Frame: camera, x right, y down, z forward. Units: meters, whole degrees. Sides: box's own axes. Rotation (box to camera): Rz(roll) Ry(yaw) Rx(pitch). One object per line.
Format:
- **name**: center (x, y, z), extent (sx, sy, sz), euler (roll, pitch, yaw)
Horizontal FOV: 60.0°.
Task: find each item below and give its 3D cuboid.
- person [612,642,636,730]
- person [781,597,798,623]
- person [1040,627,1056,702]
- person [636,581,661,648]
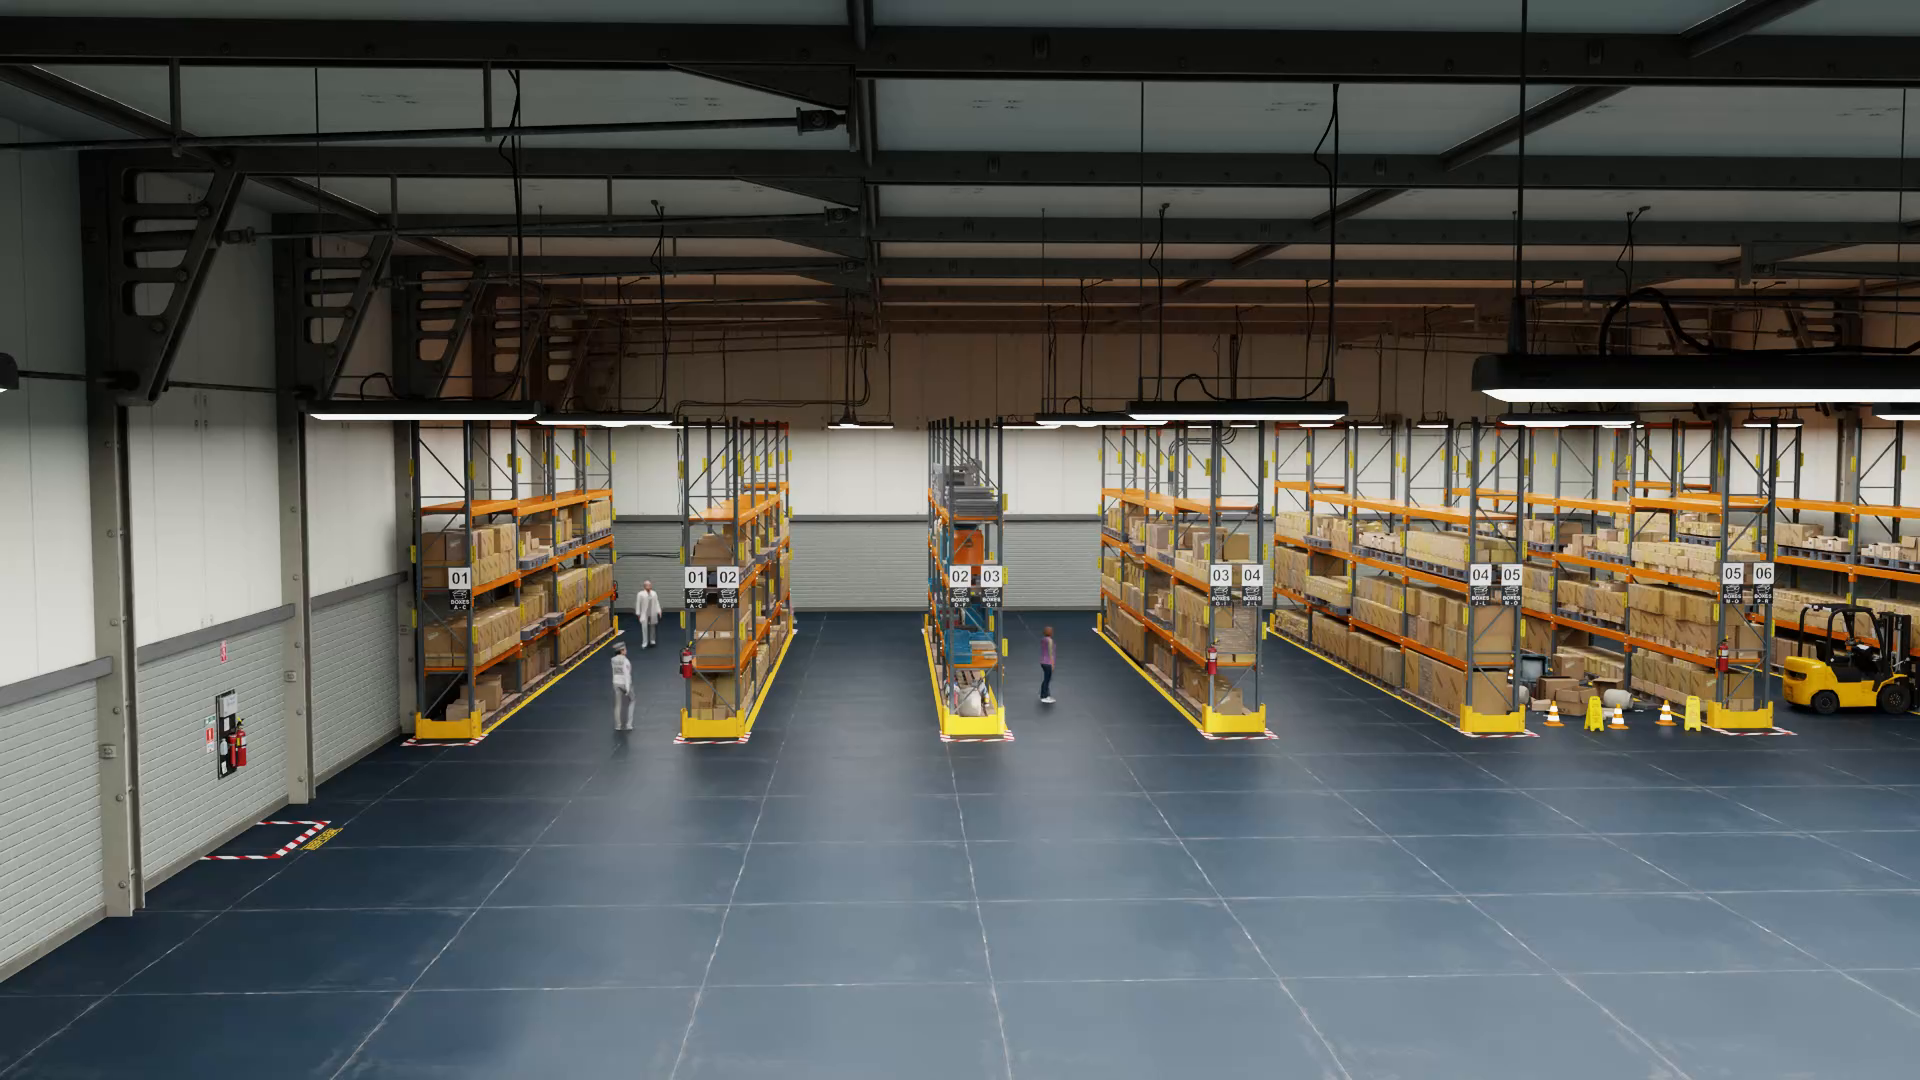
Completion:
- **person**: center (-6.474, 2.817, 31.877), extent (0.448, 1.743, 0.491), euler (1, 4, 16)
- **person**: center (-5.219, 1.648, 49.585), extent (0.475, 1.619, 0.946), euler (-3, 5, -35)
- **person**: center (1.904, 2.637, 35.220), extent (0.434, 1.618, 0.461), euler (-1, 4, -19)
- **person**: center (-8.259, 1.962, 44.084), extent (0.674, 1.722, 1.117), euler (0, 4, -5)
